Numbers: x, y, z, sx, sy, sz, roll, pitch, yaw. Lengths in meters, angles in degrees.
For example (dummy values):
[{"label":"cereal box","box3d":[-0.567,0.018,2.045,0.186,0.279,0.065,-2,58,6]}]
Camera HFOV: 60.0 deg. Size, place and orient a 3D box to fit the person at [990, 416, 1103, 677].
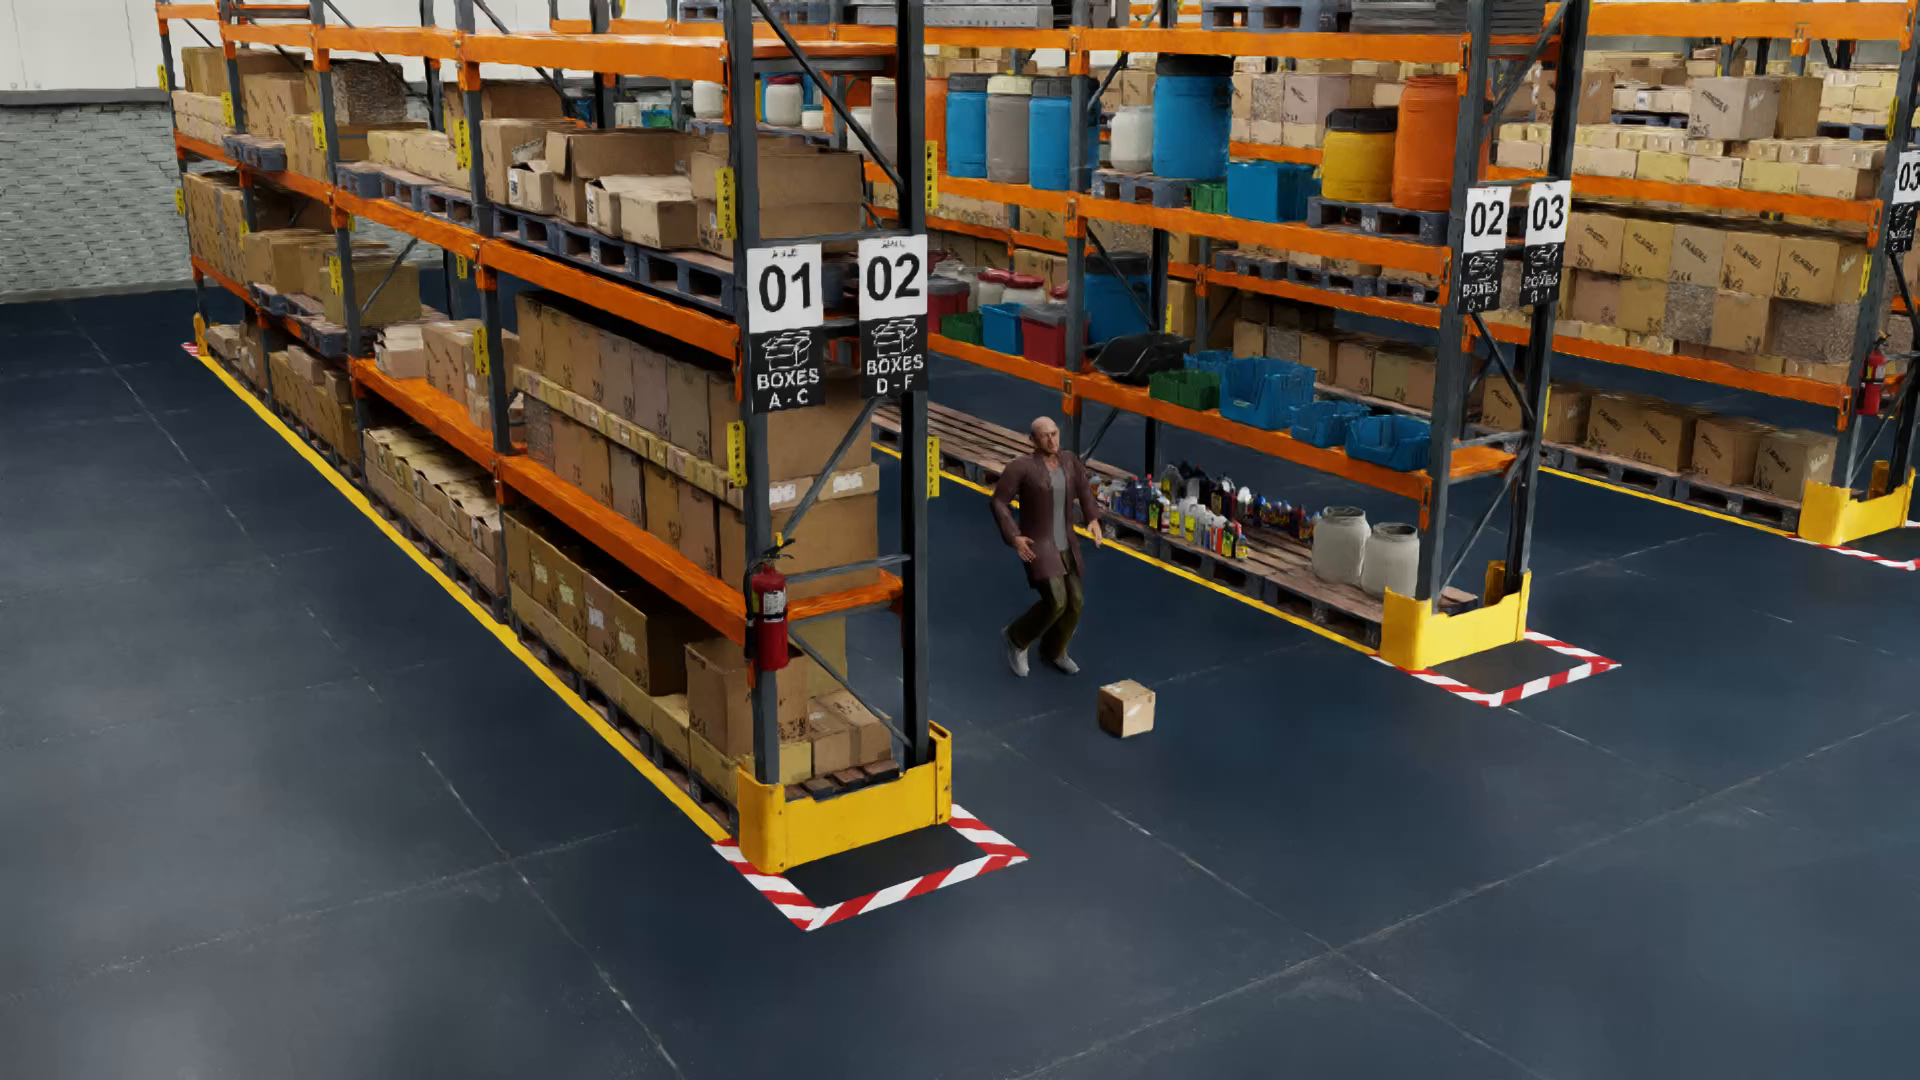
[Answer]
[{"label":"person","box3d":[0.619,0.043,11.003,0.772,1.744,0.525,-15,23,-38]}]
